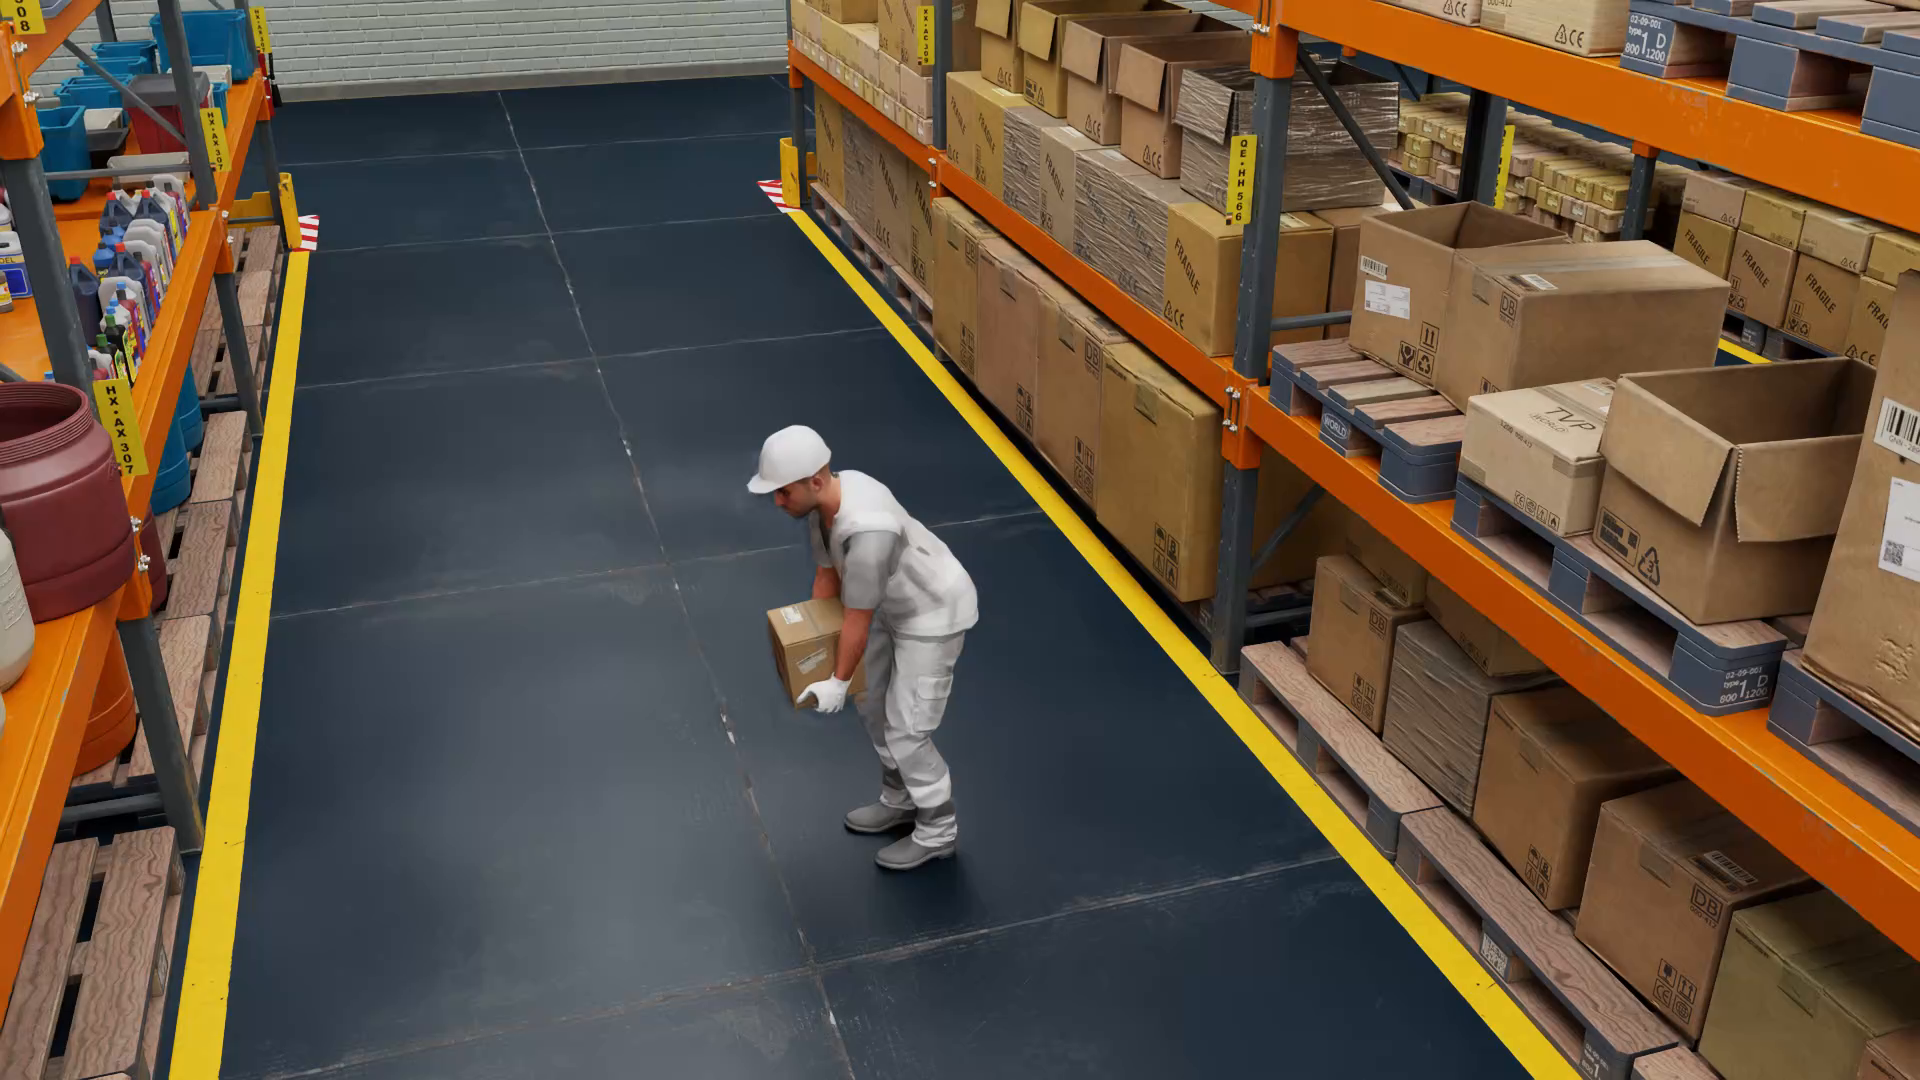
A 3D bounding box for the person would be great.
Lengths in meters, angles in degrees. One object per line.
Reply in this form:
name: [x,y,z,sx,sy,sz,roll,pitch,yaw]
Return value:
person: [-0.311,0.352,5.546,0.739,1.628,0.484,-9,27,-17]
